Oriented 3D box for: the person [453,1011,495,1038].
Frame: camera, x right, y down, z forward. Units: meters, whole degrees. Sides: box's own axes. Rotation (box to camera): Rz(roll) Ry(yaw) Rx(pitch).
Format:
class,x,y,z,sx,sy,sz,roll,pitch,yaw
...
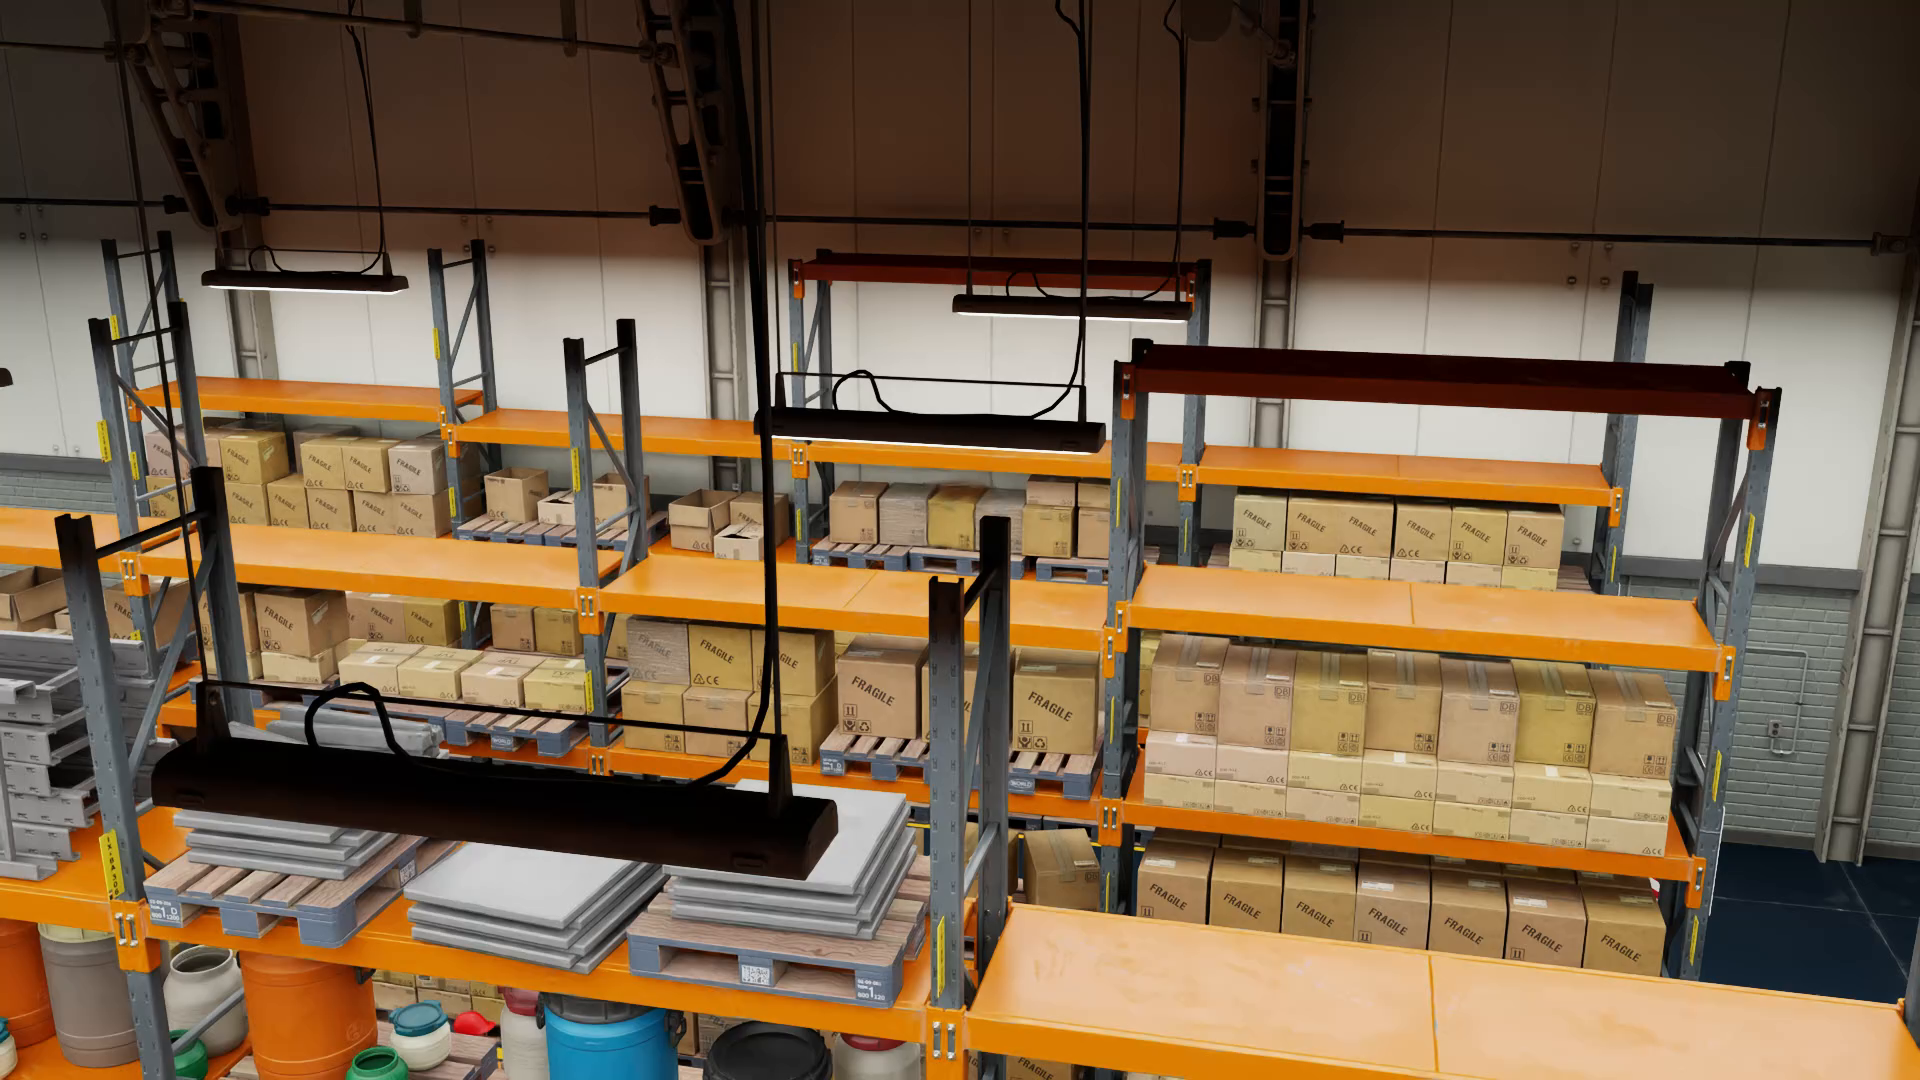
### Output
class,x,y,z,sx,sy,sz,roll,pitch,yaw
person,-3.364,4.038,11.412,0.550,1.788,0.574,5,17,16
